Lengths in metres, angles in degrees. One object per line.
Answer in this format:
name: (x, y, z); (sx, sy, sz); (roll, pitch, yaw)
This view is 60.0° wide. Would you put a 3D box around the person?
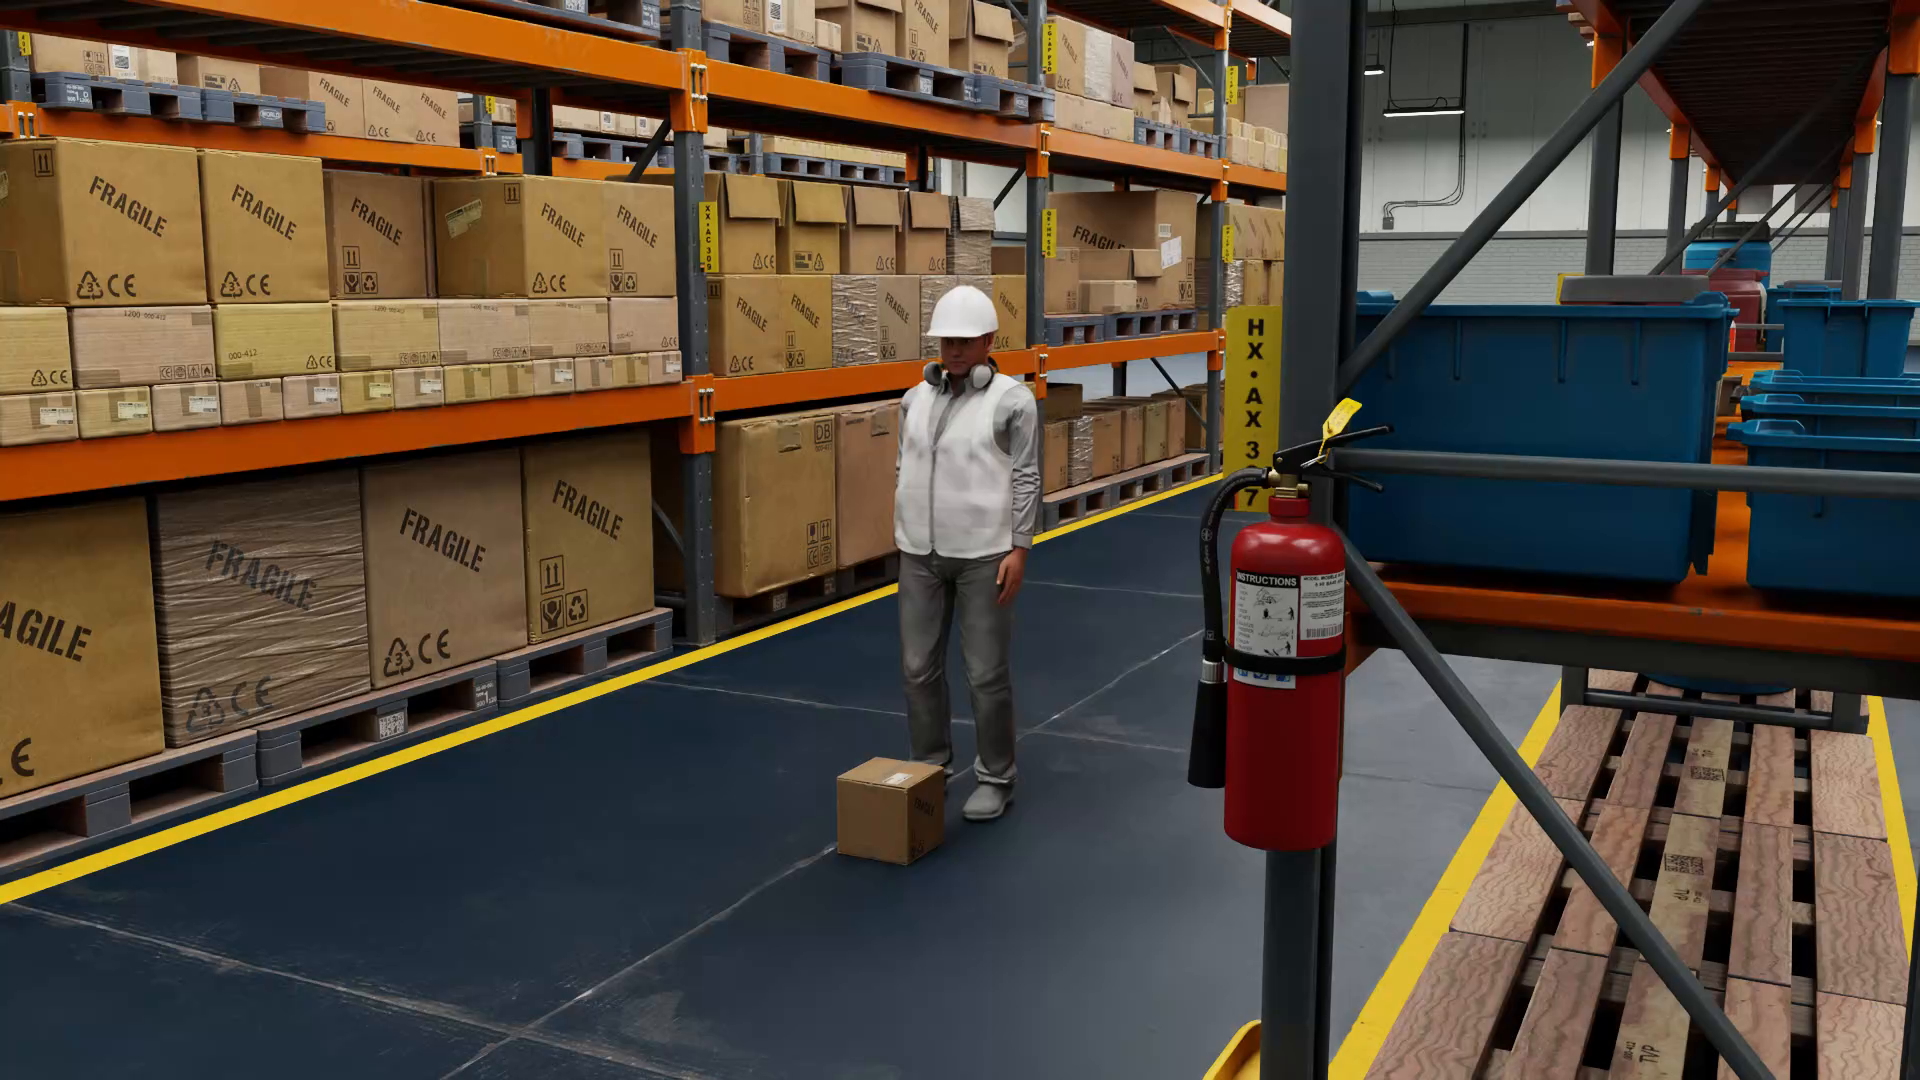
person: (0.011, 0.041, 5.560); (0.533, 1.766, 0.358); (5, 10, 27)
